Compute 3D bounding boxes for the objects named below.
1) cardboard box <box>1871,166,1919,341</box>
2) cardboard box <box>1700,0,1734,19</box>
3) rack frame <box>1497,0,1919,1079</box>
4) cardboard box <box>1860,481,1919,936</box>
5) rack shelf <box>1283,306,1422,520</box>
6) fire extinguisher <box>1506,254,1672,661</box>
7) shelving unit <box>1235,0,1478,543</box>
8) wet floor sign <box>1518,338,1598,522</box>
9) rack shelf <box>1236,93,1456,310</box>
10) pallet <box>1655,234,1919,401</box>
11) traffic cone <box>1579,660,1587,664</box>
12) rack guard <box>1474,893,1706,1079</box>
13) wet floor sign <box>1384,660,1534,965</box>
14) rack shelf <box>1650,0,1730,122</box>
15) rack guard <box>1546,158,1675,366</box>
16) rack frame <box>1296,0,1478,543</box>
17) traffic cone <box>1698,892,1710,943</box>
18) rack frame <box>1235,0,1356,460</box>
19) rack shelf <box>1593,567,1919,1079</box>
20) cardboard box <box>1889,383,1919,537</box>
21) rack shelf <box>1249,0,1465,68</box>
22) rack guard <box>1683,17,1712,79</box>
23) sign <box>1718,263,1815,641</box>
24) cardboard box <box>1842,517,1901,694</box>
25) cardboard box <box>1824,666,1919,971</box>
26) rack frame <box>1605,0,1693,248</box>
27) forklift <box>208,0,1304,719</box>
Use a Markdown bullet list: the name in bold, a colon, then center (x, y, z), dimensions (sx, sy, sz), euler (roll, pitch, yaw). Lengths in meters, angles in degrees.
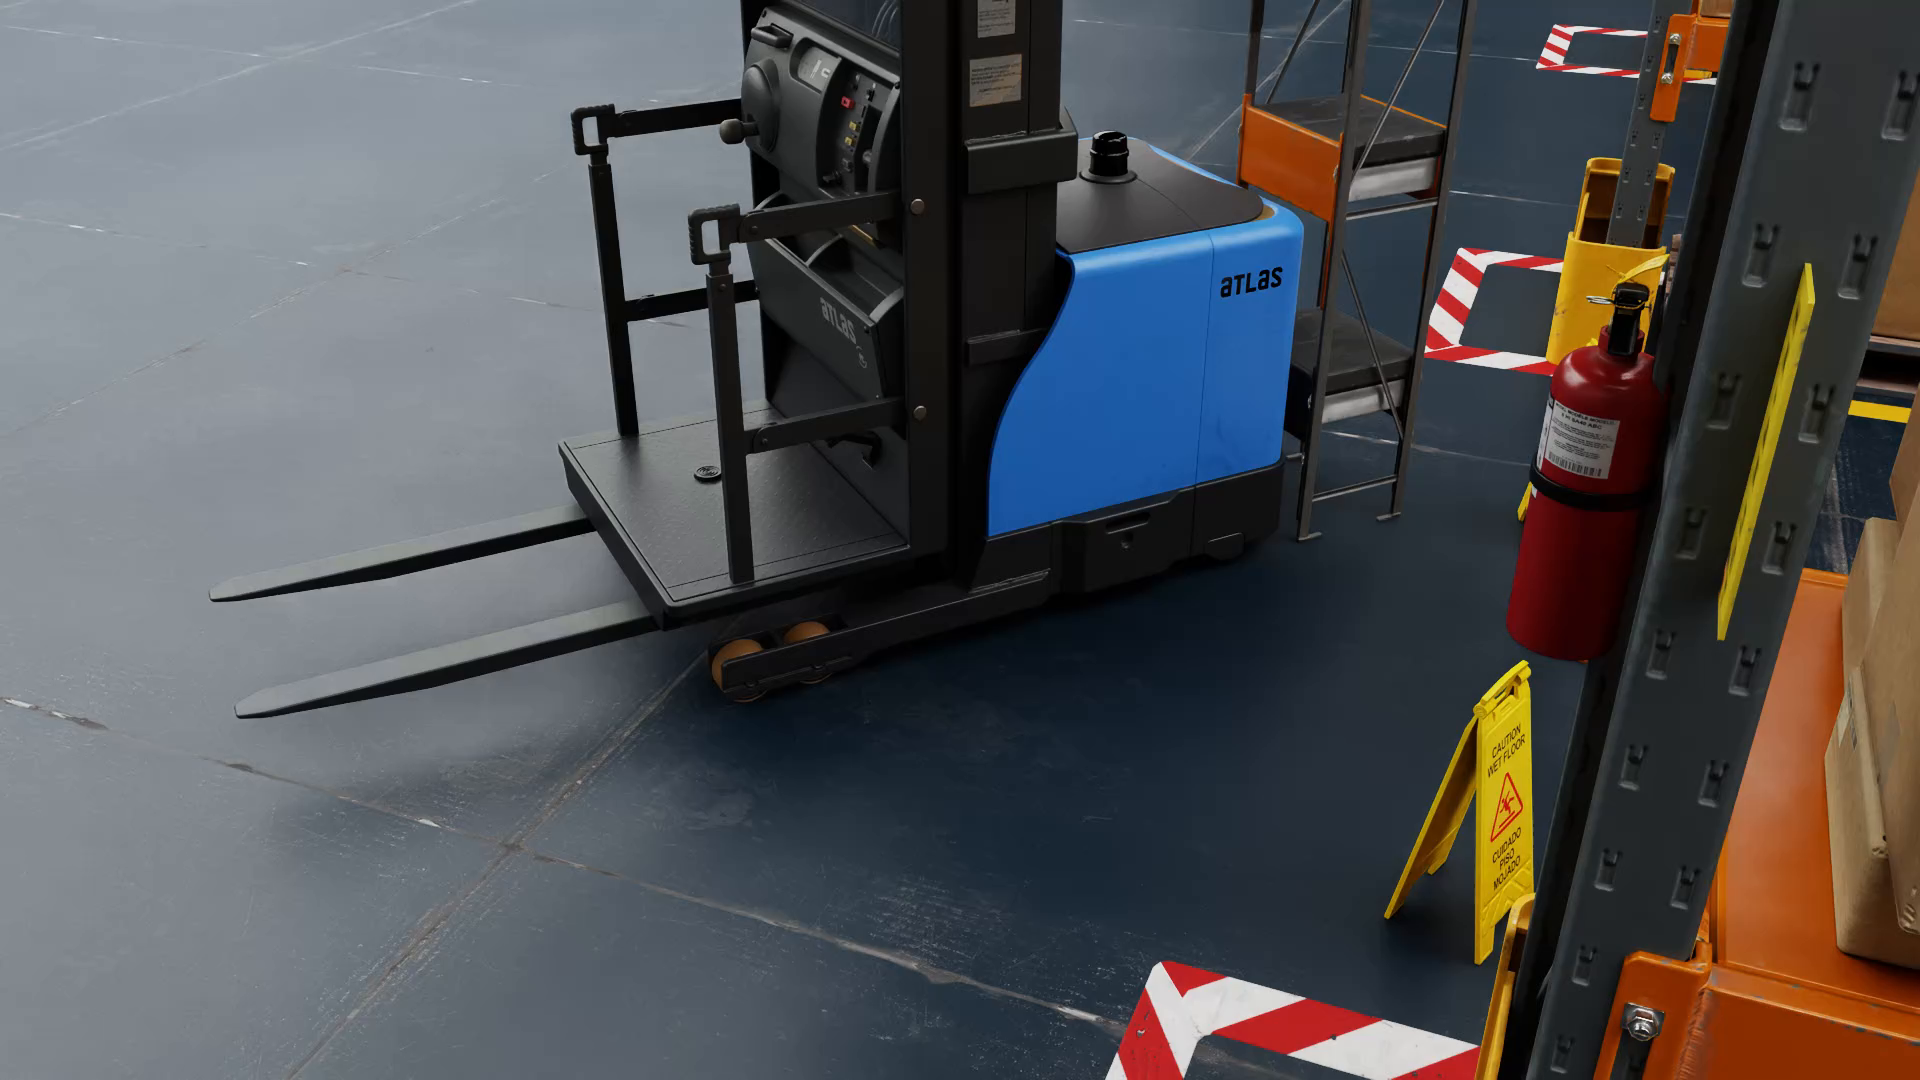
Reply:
- **cardboard box**: center (3.325, -1.381, 6.378), dimensions (0.875, 0.875, 0.875), euler (11, 31, 19)
- **cardboard box**: center (3.032, -2.236, 6.005), dimensions (0.550, 0.550, 0.875), euler (11, 31, 19)
- **rack frame**: center (0.903, 0.059, 2.098), dimensions (0.053, 2.616, 0.949), euler (11, 31, 19)
- **cardboard box**: center (1.239, 0.098, 1.624), dimensions (0.500, 0.500, 0.500), euler (11, 31, 18)
- **rack shelf**: center (1.137, -0.438, 5.340), dimensions (0.431, 0.518, 0.480), euler (-13, 32, -22)
- **fire extinguisher**: center (0.971, -0.141, 2.529), dimensions (0.183, 0.674, 0.296), euler (11, 31, 19)
- **shelving unit**: center (1.138, -1.059, 4.988), dimensions (0.431, 2.100, 0.503), euler (-13, 32, -22)
- **wet floor sign**: center (1.900, -0.296, 5.118), dimensions (0.232, 0.644, 0.267), euler (6, 30, 11)
- **rack shelf**: center (1.138, -1.047, 4.994), dimensions (0.431, 0.518, 0.480), euler (-13, 32, -22)
- **pallet**: center (3.442, -0.892, 6.614), dimensions (1.213, 0.211, 1.003), euler (11, 31, 19)
- **traffic cone**: center (1.890, 0.084, 4.631), dimensions (0.334, 0.463, 0.336), euler (11, 31, 19)
- **rack guard**: center (0.974, 1.159, 2.691), dimensions (0.348, 0.500, 1.175), euler (11, 31, 19)
- **wet floor sign**: center (1.130, 0.559, 3.605), dimensions (0.232, 0.644, 0.267), euler (24, 37, 36)
- **rack shelf**: center (4.525, -1.535, 5.649), dimensions (4.000, 0.370, 1.077), euler (11, 31, 19)
- **rack guard**: center (2.649, -1.135, 6.750), dimensions (0.348, 0.500, 1.175), euler (11, 31, 19)
- **rack frame**: center (1.244, -0.950, 4.797), dimensions (0.400, 2.100, 0.015), euler (-13, 32, -22)
- **traffic cone**: center (1.787, 0.653, 3.625), dimensions (0.334, 0.463, 0.336), euler (11, 31, 19)
- **rack frame**: center (1.032, -1.167, 5.179), dimensions (0.400, 2.100, 0.015), euler (-13, 32, -22)
- **rack shelf**: center (2.757, 0.740, 1.623), dimensions (4.000, 0.370, 1.077), euler (11, 31, 19)
- **cardboard box**: center (1.510, -0.141, 2.047), dimensions (0.500, 0.500, 0.500), euler (11, 31, 18)
- **rack shelf**: center (1.139, -1.656, 4.649), dimensions (0.431, 0.518, 0.480), euler (-13, 32, -22)
- **rack guard**: center (4.700, -3.359, 10.685), dimensions (0.348, 0.500, 1.175), euler (11, 31, 19)
- **sign**: center (0.700, -0.072, 1.450), dimensions (0.005, 0.325, 0.100), euler (11, 31, 19)
- **cardboard box**: center (1.331, 0.138, 2.213), dimensions (0.250, 0.149, 0.380), euler (12, 32, 21)
- **cardboard box**: center (1.141, 0.324, 1.884), dimensions (0.250, 0.149, 0.380), euler (11, 31, 19)
- **rack frame**: center (2.671, -2.219, 6.127), dimensions (0.127, 3.000, 1.000), euler (11, 31, 19)
- **forklift**: center (-0.557, -1.136, 4.281), dimensions (3.031, 2.935, 1.130), euler (-14, 32, -23)
